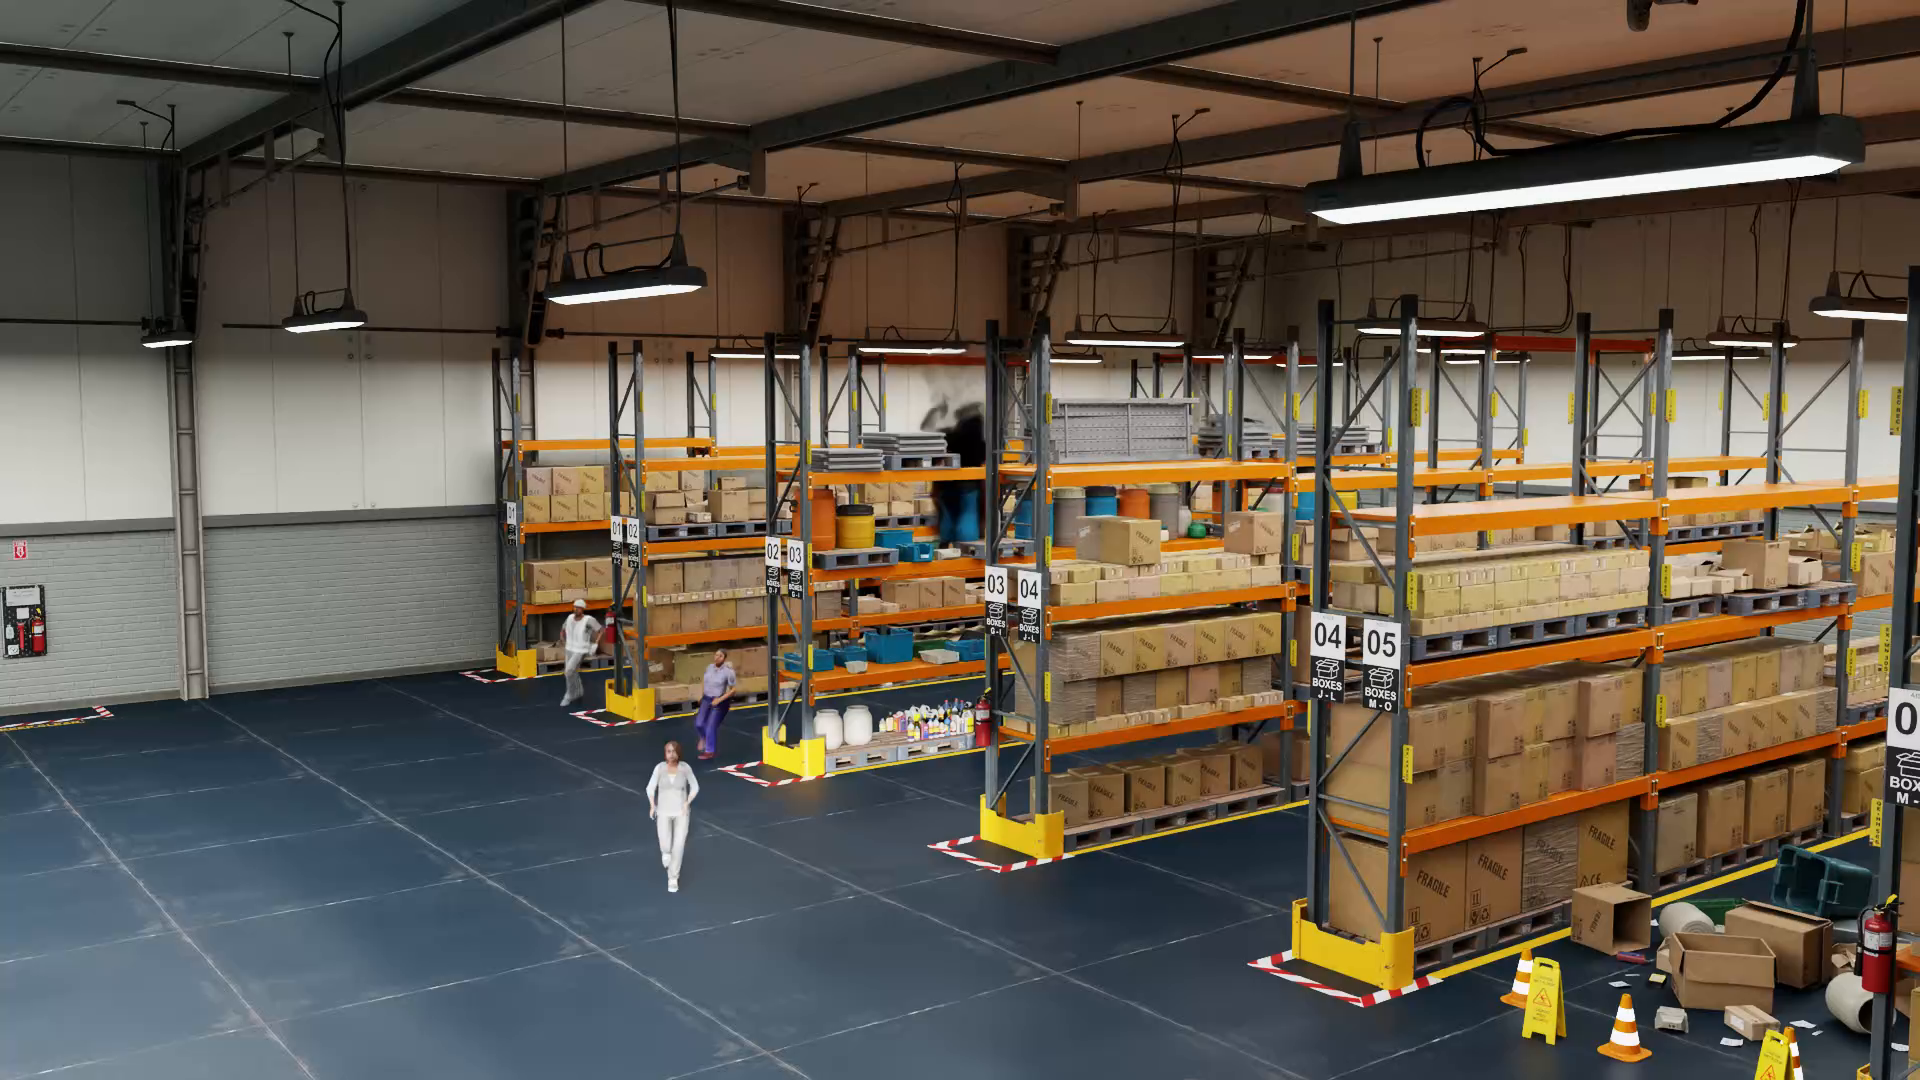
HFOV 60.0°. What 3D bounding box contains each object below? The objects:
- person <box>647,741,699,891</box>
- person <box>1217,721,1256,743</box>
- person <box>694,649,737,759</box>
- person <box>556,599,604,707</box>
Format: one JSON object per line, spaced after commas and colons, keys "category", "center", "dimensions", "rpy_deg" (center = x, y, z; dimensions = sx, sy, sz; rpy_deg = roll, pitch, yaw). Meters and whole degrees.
{"category": "person", "center": [-3.009, 2.872, 17.454], "dimensions": [0.544, 1.558, 0.544], "rpy_deg": [-1, 5, -8]}
{"category": "person", "center": [3.961, 2.184, 24.138], "dimensions": [0.753, 1.731, 0.664], "rpy_deg": [-4, 7, -41]}
{"category": "person", "center": [-3.470, 2.364, 23.460], "dimensions": [0.637, 1.489, 0.539], "rpy_deg": [2, 5, 19]}
{"category": "person", "center": [-6.346, 1.870, 27.659], "dimensions": [0.743, 1.797, 0.685], "rpy_deg": [3, 6, 31]}
